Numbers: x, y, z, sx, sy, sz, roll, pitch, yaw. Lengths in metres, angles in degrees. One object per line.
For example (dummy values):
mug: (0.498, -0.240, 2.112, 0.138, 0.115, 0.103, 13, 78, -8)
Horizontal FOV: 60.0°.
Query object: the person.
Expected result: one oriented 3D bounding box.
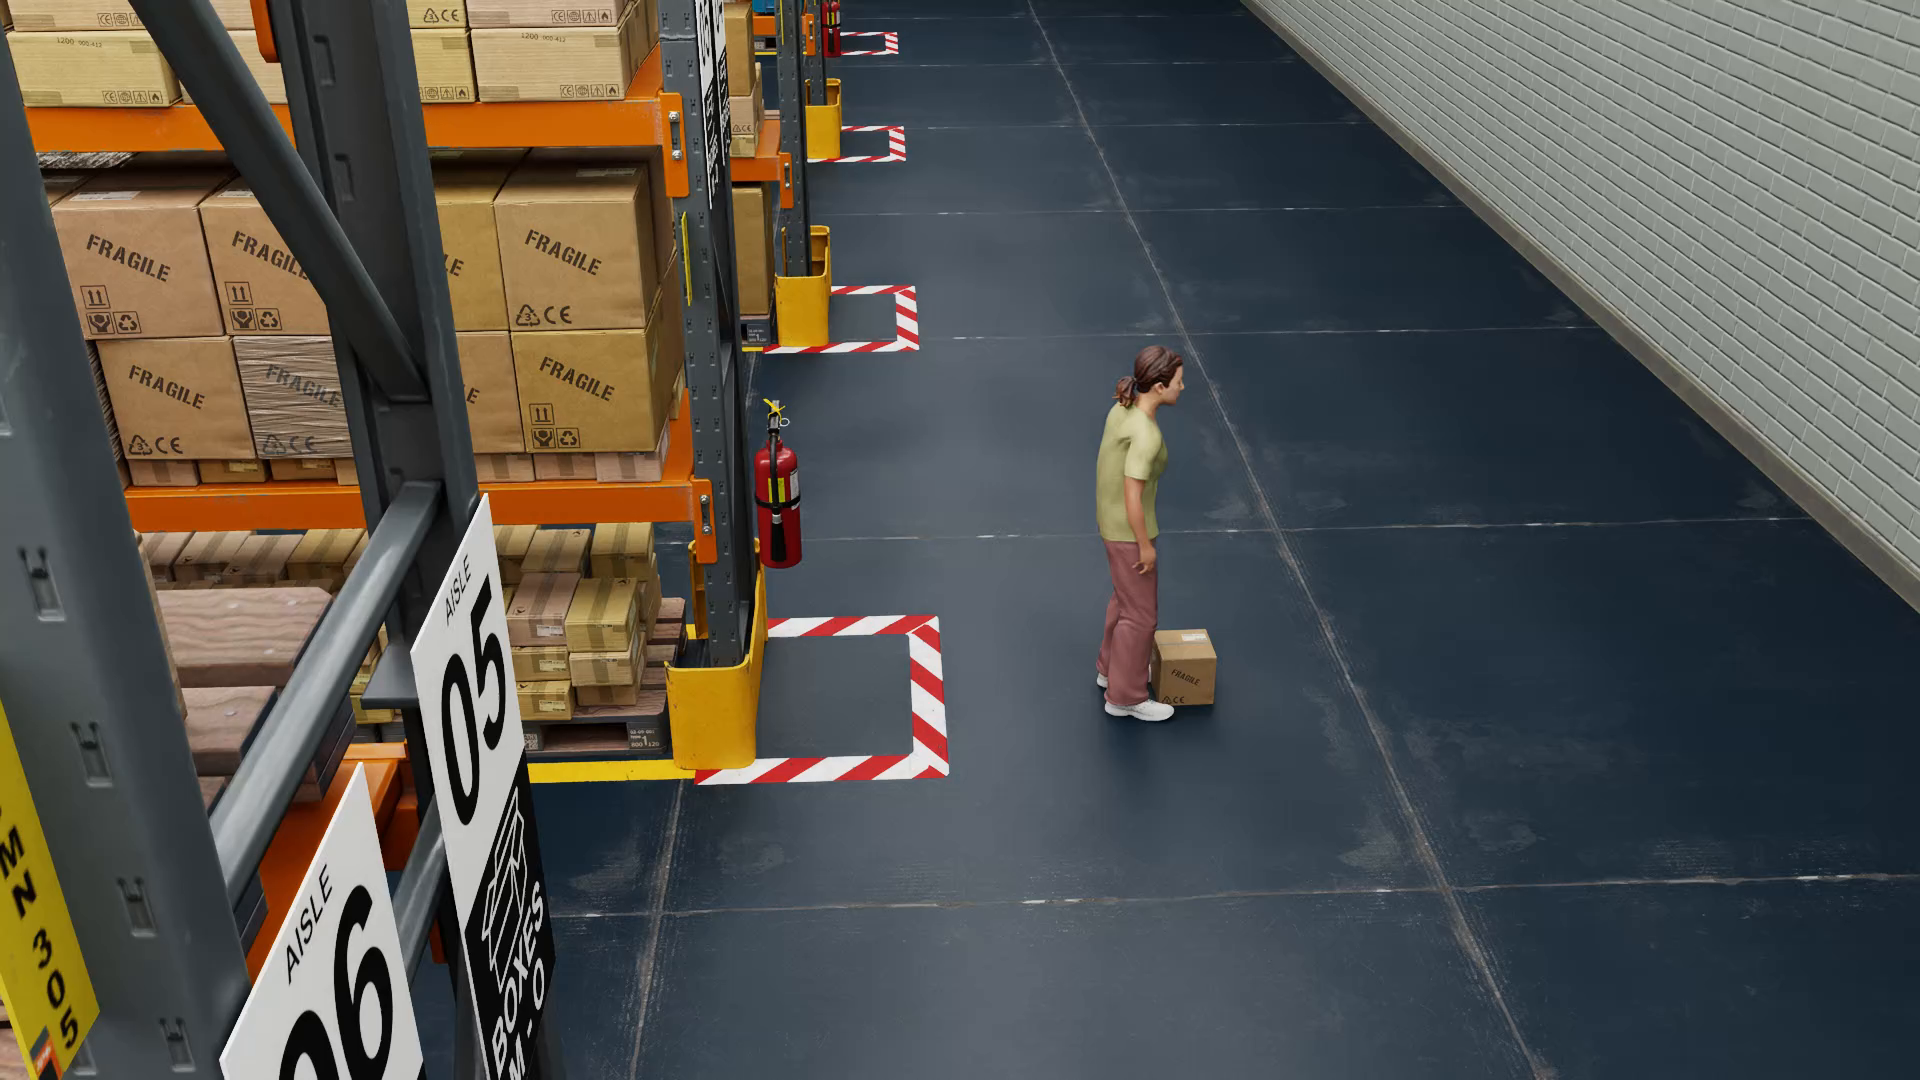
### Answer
person: (0.764, -0.043, 7.204, 0.352, 1.672, 0.504, -2, 28, -3)
